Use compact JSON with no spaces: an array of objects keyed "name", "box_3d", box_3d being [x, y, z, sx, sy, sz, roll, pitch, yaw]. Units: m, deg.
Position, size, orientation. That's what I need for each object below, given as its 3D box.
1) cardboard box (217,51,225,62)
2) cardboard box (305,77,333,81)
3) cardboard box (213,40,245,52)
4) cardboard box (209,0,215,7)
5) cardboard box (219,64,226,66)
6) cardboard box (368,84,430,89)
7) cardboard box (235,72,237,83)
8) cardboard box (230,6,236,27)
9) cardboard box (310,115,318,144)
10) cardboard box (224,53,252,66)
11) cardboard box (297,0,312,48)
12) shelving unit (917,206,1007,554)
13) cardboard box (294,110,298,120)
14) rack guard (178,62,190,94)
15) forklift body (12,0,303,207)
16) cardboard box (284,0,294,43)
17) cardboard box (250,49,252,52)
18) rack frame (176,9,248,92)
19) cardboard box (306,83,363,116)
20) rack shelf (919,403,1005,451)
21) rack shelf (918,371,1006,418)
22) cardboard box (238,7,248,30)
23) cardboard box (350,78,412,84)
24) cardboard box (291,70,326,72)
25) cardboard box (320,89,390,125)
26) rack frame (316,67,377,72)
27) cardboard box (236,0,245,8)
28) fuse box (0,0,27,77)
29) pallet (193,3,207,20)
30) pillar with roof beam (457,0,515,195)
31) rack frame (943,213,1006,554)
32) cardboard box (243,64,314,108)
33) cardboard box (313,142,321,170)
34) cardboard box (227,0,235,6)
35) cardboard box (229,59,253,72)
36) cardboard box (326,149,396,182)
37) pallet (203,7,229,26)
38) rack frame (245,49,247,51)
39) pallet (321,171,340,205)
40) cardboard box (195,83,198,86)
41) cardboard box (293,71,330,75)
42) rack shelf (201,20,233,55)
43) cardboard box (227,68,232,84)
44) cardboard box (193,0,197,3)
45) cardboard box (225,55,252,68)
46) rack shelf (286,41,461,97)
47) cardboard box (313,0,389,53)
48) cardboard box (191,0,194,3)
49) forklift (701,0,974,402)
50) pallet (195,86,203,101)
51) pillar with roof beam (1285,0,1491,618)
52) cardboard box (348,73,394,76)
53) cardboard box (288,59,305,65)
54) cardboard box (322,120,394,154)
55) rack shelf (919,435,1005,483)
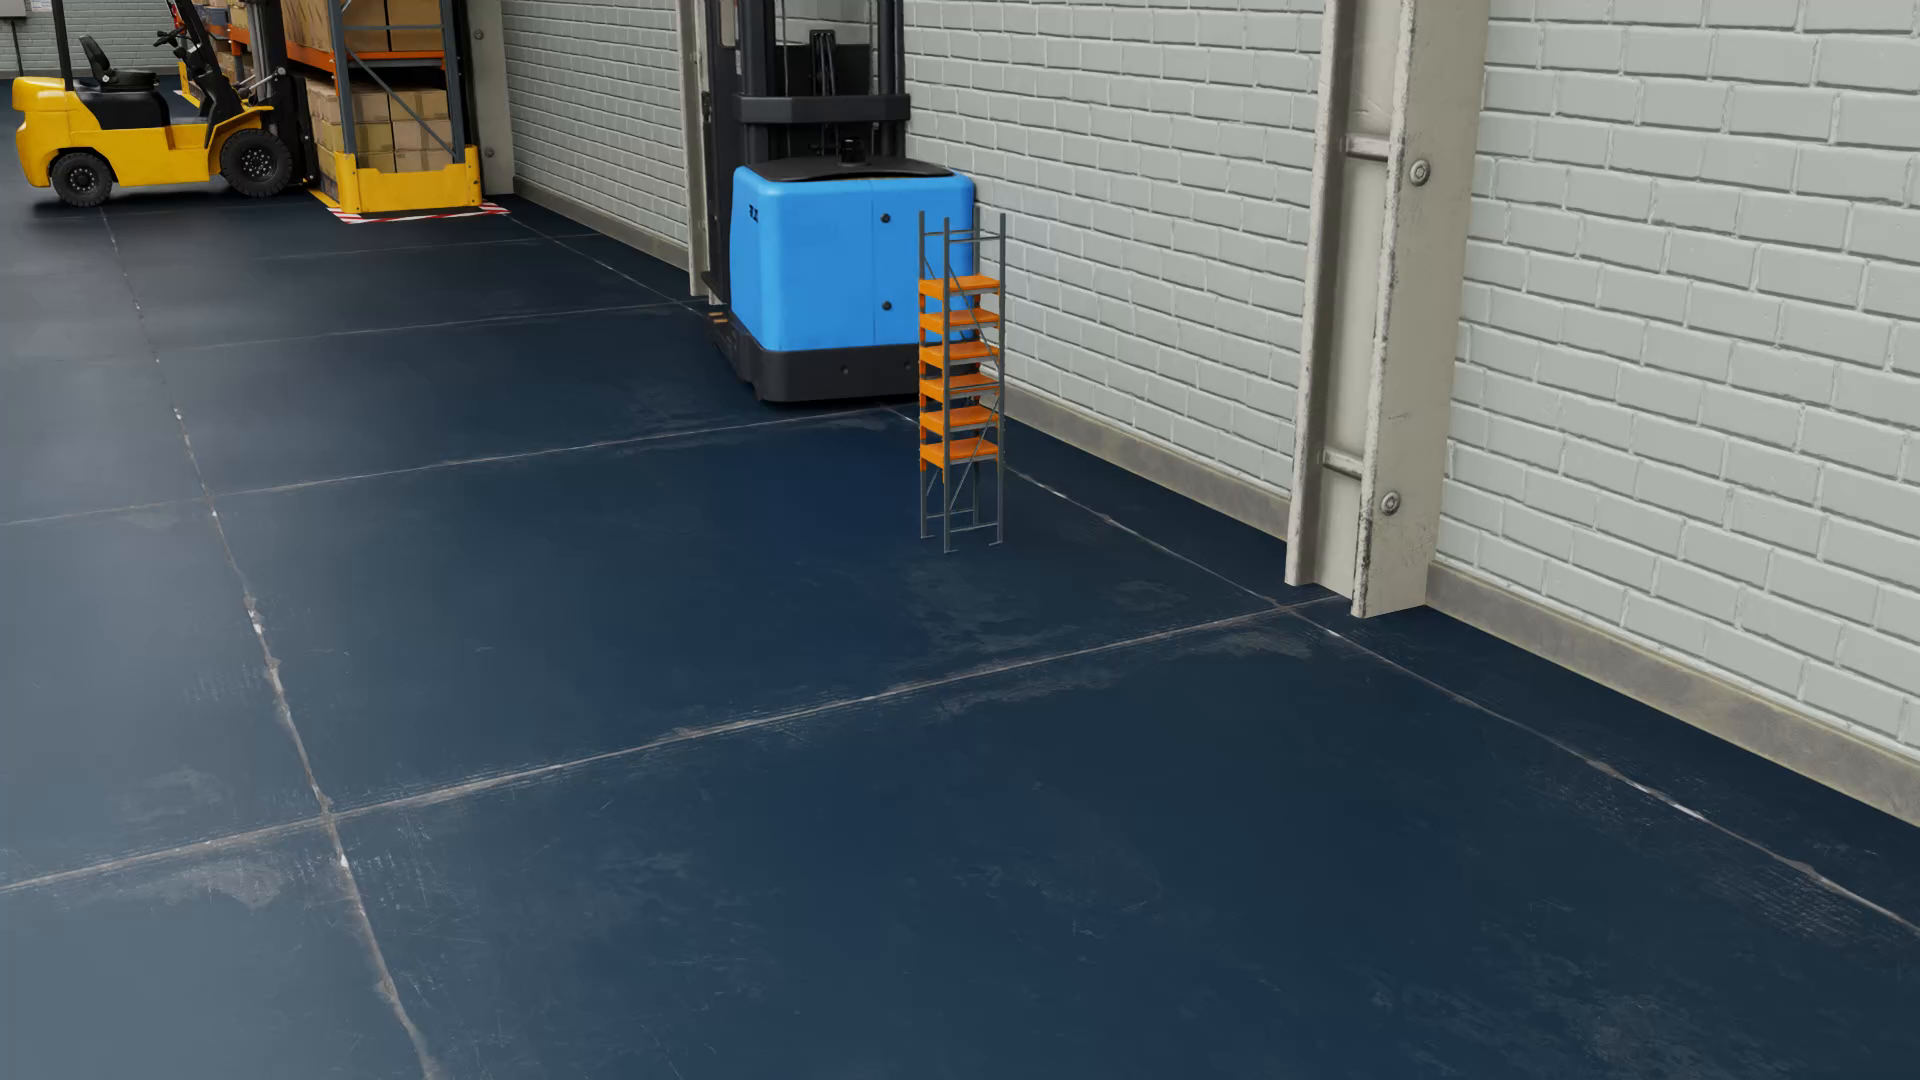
[{"name":"cardboard box","box_3d":[-10.382,-6.905,23.738,0.380,0.149,0.250,-11,22,-28]},{"name":"cardboard box","box_3d":[-6.285,-4.391,16.298,0.500,0.250,0.500,-9,21,-25]},{"name":"cardboard box","box_3d":[-10.416,-7.046,23.691,0.380,0.149,0.250,-11,22,-29]},{"name":"cardboard box","box_3d":[-9.404,-7.025,21.479,0.500,0.250,0.500,-11,22,-29]},{"name":"cardboard box","box_3d":[-9.991,-6.341,23.098,0.500,0.500,0.500,-11,22,-28]},{"name":"cardboard box","box_3d":[-5.121,-4.030,15.251,0.500,0.250,0.500,-10,21,-27]},{"name":"cardboard box","box_3d":[-9.008,-5.750,21.385,0.500,0.500,0.500,-9,21,-25]},{"name":"cardboard box","box_3d":[-8.622,-6.409,20.336,0.500,0.250,0.500,-10,21,-26]},{"name":"cardboard box","box_3d":[-5.818,-3.866,15.540,0.500,0.250,0.500,-11,22,-28]},{"name":"cardboard box","box_3d":[-9.906,-6.608,22.876,0.380,0.149,0.250,-9,21,-25]},{"name":"cardboard box","box_3d":[-5.766,-4.794,15.272,0.500,0.500,0.500,-10,22,-28]},{"name":"shelving unit","box_3d":[0.007,-0.563,5.924,0.258,1.200,0.189,-10,21,-27]},{"name":"cardboard box","box_3d":[-6.291,-4.155,16.379,0.500,0.250,0.500,-10,22,-27]},{"name":"rack guard","box_3d":[-12.381,-7.738,27.791,1.175,0.500,0.348,-10,21,-27]},{"name":"forklift body","box_3d":[-7.325,-4.209,15.032,2.313,2.155,1.214,-10,21,-27]},{"name":"cardboard box","box_3d":[-6.234,-5.084,16.114,0.500,0.500,0.500,-10,22,-27]},{"name":"cardboard box","box_3d":[-10.089,-7.056,24.175,0.380,0.149,0.250,-11,22,-29]},{"name":"rack frame","box_3d":[-12.417,-8.942,27.446,1.000,3.000,0.127,-10,21,-27]},{"name":"cardboard box","box_3d":[-5.808,-4.093,15.433,0.500,0.250,0.500,-10,21,-26]},{"name":"rack shelf","box_3d":[0.007,-0.408,5.977,0.258,0.103,0.180,-10,21,-27]},{"name":"rack shelf","box_3d":[0.007,-0.521,5.938,0.258,0.103,0.180,-10,21,-27]},{"name":"cardboard box","box_3d":[-8.137,-6.117,19.490,0.500,0.250,0.500,-11,22,-28]},{"name":"cardboard box","box_3d":[-5.586,-4.324,16.101,0.500,0.250,0.500,-10,22,-28]},{"name":"cardboard box","box_3d":[-7.697,-5.160,19.484,0.875,0.625,0.625,-11,22,-29]},{"name":"cardboard box","box_3d":[-5.312,-3.804,14.595,0.500,0.250,0.500,-9,21,-25]},{"name":"rack frame","box_3d":[-6.718,-5.497,17.463,1.000,3.000,0.127,-10,21,-27]},{"name":"cardboard box","box_3d":[-8.153,-6.348,19.394,0.500,0.250,0.500,-11,22,-28]},{"name":"fuse box","box_3d":[-17.563,-9.461,30.927,0.539,1.711,0.414,-10,21,-27]},{"name":"pallet","box_3d":[-10.234,-7.456,23.436,1.003,0.211,1.213,-10,21,-27]},{"name":"pillar with roof beam","box_3d":[-8.145,-6.857,12.208,9.100,9.000,0.400,-10,21,-27]},{"name":"rack frame","box_3d":[0.050,-0.537,5.848,0.240,1.200,0.006,-10,21,-27]},{"name":"cardboard box","box_3d":[-8.334,-5.540,20.584,0.875,0.625,0.625,-9,21,-25]},{"name":"cardboard box","box_3d":[-5.778,-3.623,15.602,0.500,0.250,0.500,-10,21,-26]},{"name":"cardboard box","box_3d":[-8.644,-6.641,20.243,0.500,0.250,0.500,-10,21,-27]},{"name":"cardboard box","box_3d":[-9.232,-6.145,21.534,0.380,0.149,0.250,-11,22,-29]},{"name":"cardboard box","box_3d":[-5.320,-3.333,14.764,0.500,0.250,0.500,-10,21,-26]},{"name":"pallet","box_3d":[-9.001,-6.738,21.354,1.213,0.211,1.003,-10,21,-27]},{"name":"rack frame","box_3d":[-10.517,-7.793,24.118,1.000,3.000,0.127,-10,21,-27]},{"name":"pallet","box_3d":[-5.219,-3.244,15.207,1.003,0.211,1.213,-10,21,-27]},{"name":"cardboard box","box_3d":[-11.838,-7.517,26.505,0.700,0.500,0.500,-9,21,-24]},{"name":"cardboard box","box_3d":[-6.765,-4.681,17.137,0.500,0.250,0.500,-10,22,-27]},{"name":"rack shelf","box_3d":[-9.568,-6.879,22.572,1.077,0.370,4.000,-10,21,-27]},{"name":"cardboard box","box_3d":[-9.487,-6.045,22.240,0.500,0.500,0.500,-9,21,-24]},{"name":"cardboard box","box_3d":[-10.484,-7.866,23.531,0.700,0.500,0.500,-9,21,-25]},{"name":"cardboard box","box_3d":[-9.680,-6.456,22.437,0.380,0.149,0.250,-11,22,-29]},{"name":"rack shelf","box_3d":[-5.769,-4.583,15.916,1.077,0.370,4.000,-10,21,-27]},{"name":"cardboard box","box_3d":[-5.284,-4.496,14.410,0.500,0.500,0.500,-11,22,-28]},{"name":"cardboard box","box_3d":[-11.225,-8.113,24.819,0.500,0.250,0.500,-10,21,-26]},{"name":"forklift","box_3d":[-0.822,-2.475,8.809,1.130,2.935,3.031,-5,20,-15]},{"name":"pallet","box_3d":[-11.426,-7.023,26.161,1.003,0.211,1.213,-10,21,-27]},{"name":"pillar with roof beam","box_3d":[-2.447,-3.412,2.225,9.100,9.000,0.400,-10,21,-27]},{"name":"cardboard box","box_3d":[-6.061,-4.614,16.942,0.500,0.250,0.500,-10,22,-27]},{"name":"cardboard box","box_3d":[-8.591,-6.167,21.598,0.380,0.149,0.250,-9,21,-24]},{"name":"cardboard box","box_3d":[-5.325,-3.575,14.698,0.500,0.250,0.500,-10,22,-27]},{"name":"rack shelf","box_3d":[0.007,-0.294,6.016,0.258,0.103,0.180,-10,21,-27]}]
